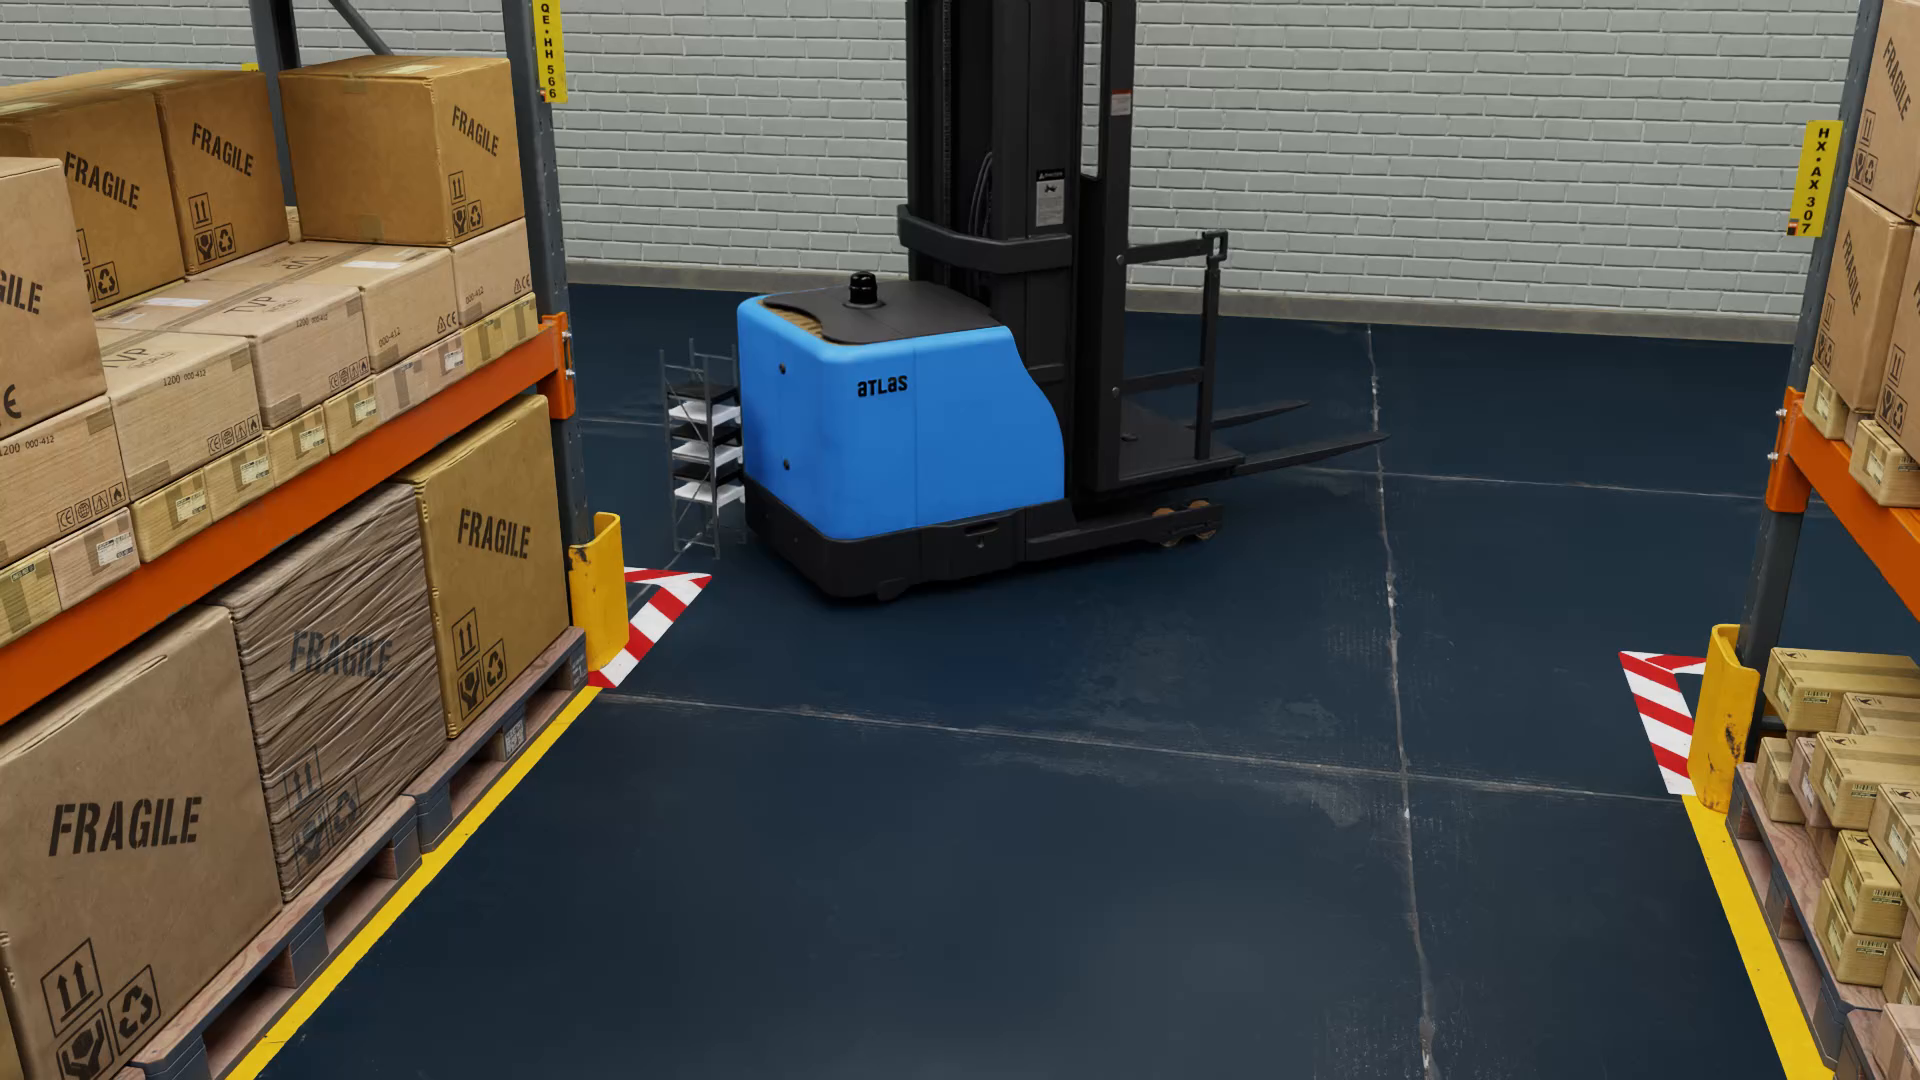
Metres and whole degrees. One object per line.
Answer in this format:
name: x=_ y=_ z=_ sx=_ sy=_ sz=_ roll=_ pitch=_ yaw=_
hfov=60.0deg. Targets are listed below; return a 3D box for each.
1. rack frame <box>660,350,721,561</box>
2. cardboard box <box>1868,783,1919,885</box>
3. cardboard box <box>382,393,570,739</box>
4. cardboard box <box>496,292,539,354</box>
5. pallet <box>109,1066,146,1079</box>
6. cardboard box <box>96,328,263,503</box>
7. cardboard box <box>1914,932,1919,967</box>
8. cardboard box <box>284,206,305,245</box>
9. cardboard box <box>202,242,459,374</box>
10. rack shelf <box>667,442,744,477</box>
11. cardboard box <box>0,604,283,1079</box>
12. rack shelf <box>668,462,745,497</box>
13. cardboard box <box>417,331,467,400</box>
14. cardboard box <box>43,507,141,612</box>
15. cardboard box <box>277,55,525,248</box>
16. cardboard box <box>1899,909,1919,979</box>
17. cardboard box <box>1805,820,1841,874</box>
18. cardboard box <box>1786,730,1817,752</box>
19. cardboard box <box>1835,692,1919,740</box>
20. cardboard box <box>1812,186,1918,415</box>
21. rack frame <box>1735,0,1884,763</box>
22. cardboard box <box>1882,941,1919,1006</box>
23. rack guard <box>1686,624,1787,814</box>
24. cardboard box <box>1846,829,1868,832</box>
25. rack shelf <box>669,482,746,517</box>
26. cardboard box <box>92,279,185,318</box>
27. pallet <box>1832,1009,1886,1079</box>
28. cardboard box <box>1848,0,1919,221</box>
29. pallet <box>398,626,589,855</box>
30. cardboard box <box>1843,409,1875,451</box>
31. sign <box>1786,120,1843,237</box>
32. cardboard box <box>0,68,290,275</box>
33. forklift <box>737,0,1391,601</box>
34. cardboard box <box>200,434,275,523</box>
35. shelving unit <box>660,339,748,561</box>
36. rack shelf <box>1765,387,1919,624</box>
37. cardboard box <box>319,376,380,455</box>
rack frame: x=-1.136 y=-0.350 z=7.012 sx=0.240 sy=0.900 sz=0.006 roll=11 pitch=24 yaw=26
cardboard box: x=2.439 y=0.724 z=3.998 sx=0.380 sy=0.149 sz=0.250 roll=3 pitch=22 yaw=8
cardboard box: x=-1.924 y=0.033 z=5.538 sx=0.875 sy=0.875 sz=0.875 roll=4 pitch=22 yaw=11
cardboard box: x=-1.622 y=-0.726 z=5.477 sx=0.380 sy=0.149 sz=0.250 roll=5 pitch=22 yaw=12
pallet: x=-2.456 y=1.487 z=3.380 sx=1.003 sy=0.211 sz=1.213 roll=4 pitch=22 yaw=11
cardboard box: x=-2.021 y=-0.306 z=3.901 sx=0.500 sy=0.250 sz=0.500 roll=4 pitch=22 yaw=11
cardboard box: x=2.275 y=0.918 z=3.518 sx=0.380 sy=0.149 sz=0.250 roll=5 pitch=22 yaw=12
cardboard box: x=-2.234 y=-0.911 z=5.403 sx=0.500 sy=0.250 sz=0.500 roll=4 pitch=22 yaw=9
cardboard box: x=-1.815 y=-0.683 z=4.837 sx=0.500 sy=0.250 sz=0.500 roll=4 pitch=22 yaw=10
rack shelf: x=-1.089 y=-0.353 z=7.108 sx=0.258 sy=0.077 sz=0.200 roll=11 pitch=24 yaw=26
cardboard box: x=-2.291 y=0.692 z=3.903 sx=0.875 sy=0.875 sz=0.875 roll=4 pitch=22 yaw=11
rack shelf: x=-1.088 y=-0.269 z=7.141 sx=0.258 sy=0.077 sz=0.200 roll=11 pitch=24 yaw=26
cardboard box: x=-1.726 y=-0.538 z=5.012 sx=0.380 sy=0.149 sz=0.250 roll=5 pitch=22 yaw=11
cardboard box: x=-2.038 y=0.025 z=3.613 sx=0.380 sy=0.149 sz=0.250 roll=5 pitch=22 yaw=12
cardboard box: x=-1.714 y=-1.216 z=5.156 sx=0.500 sy=0.500 sz=0.500 roll=5 pitch=22 yaw=12
cardboard box: x=2.411 y=0.961 z=3.808 sx=0.380 sy=0.149 sz=0.250 roll=3 pitch=22 yaw=8
cardboard box: x=2.570 y=0.814 z=4.571 sx=0.380 sy=0.149 sz=0.250 roll=4 pitch=22 yaw=11
cardboard box: x=2.605 y=0.579 z=4.756 sx=0.380 sy=0.149 sz=0.250 roll=5 pitch=23 yaw=13
cardboard box: x=2.585 y=0.545 z=4.443 sx=0.380 sy=0.149 sz=0.250 roll=5 pitch=22 yaw=12
cardboard box: x=2.601 y=-0.624 z=4.355 sx=0.500 sy=0.500 sz=0.500 roll=6 pitch=23 yaw=13
rack frame: x=2.963 y=-0.583 z=4.785 sx=1.000 sy=3.000 sz=0.127 roll=4 pitch=22 yaw=11
cardboard box: x=2.408 y=1.091 z=3.883 sx=0.380 sy=0.149 sz=0.250 roll=5 pitch=22 yaw=11
rack guard: x=2.948 y=0.605 z=5.183 sx=1.175 sy=0.500 sz=0.348 roll=4 pitch=22 yaw=11
cardboard box: x=2.531 y=0.771 z=4.279 sx=0.380 sy=0.149 sz=0.250 roll=5 pitch=22 yaw=12
rack shelf: x=-1.088 y=-0.185 z=7.174 sx=0.258 sy=0.077 sz=0.200 roll=11 pitch=24 yaw=26
cardboard box: x=-2.440 y=-0.537 z=4.474 sx=0.500 sy=0.250 sz=0.500 roll=4 pitch=22 yaw=9
pallet: x=2.496 y=1.478 z=3.401 sx=1.003 sy=0.211 sz=1.213 roll=4 pitch=22 yaw=11
cardboard box: x=2.612 y=-1.087 z=4.167 sx=0.500 sy=0.500 sz=0.500 roll=4 pitch=22 yaw=11
pallet: x=-1.958 y=0.594 z=5.596 sx=1.003 sy=0.211 sz=1.213 roll=4 pitch=22 yaw=11
cardboard box: x=2.565 y=-0.276 z=4.361 sx=0.380 sy=0.149 sz=0.250 roll=5 pitch=23 yaw=13
sign: x=2.432 y=-1.025 z=4.726 sx=0.100 sy=0.325 sz=0.005 roll=4 pitch=22 yaw=11
cardboard box: x=-2.336 y=-1.076 z=4.809 sx=0.500 sy=0.500 sz=0.500 roll=4 pitch=22 yaw=10
forklift: x=0.587 y=-1.492 z=7.136 sx=3.031 sy=2.935 sz=1.130 roll=-12 pitch=25 yaw=-26
cardboard box: x=-1.934 y=-0.167 z=4.089 sx=0.380 sy=0.149 sz=0.250 roll=5 pitch=22 yaw=12
shelving unit: x=-1.089 y=-0.384 z=7.096 sx=0.258 sy=0.900 sz=0.210 roll=11 pitch=24 yaw=26
rack shelf: x=2.555 y=0.483 z=3.103 sx=1.077 sy=0.370 sz=4.000 roll=4 pitch=22 yaw=11
cardboard box: x=-1.829 y=-0.352 z=4.549 sx=0.380 sy=0.149 sz=0.250 roll=4 pitch=22 yaw=10
